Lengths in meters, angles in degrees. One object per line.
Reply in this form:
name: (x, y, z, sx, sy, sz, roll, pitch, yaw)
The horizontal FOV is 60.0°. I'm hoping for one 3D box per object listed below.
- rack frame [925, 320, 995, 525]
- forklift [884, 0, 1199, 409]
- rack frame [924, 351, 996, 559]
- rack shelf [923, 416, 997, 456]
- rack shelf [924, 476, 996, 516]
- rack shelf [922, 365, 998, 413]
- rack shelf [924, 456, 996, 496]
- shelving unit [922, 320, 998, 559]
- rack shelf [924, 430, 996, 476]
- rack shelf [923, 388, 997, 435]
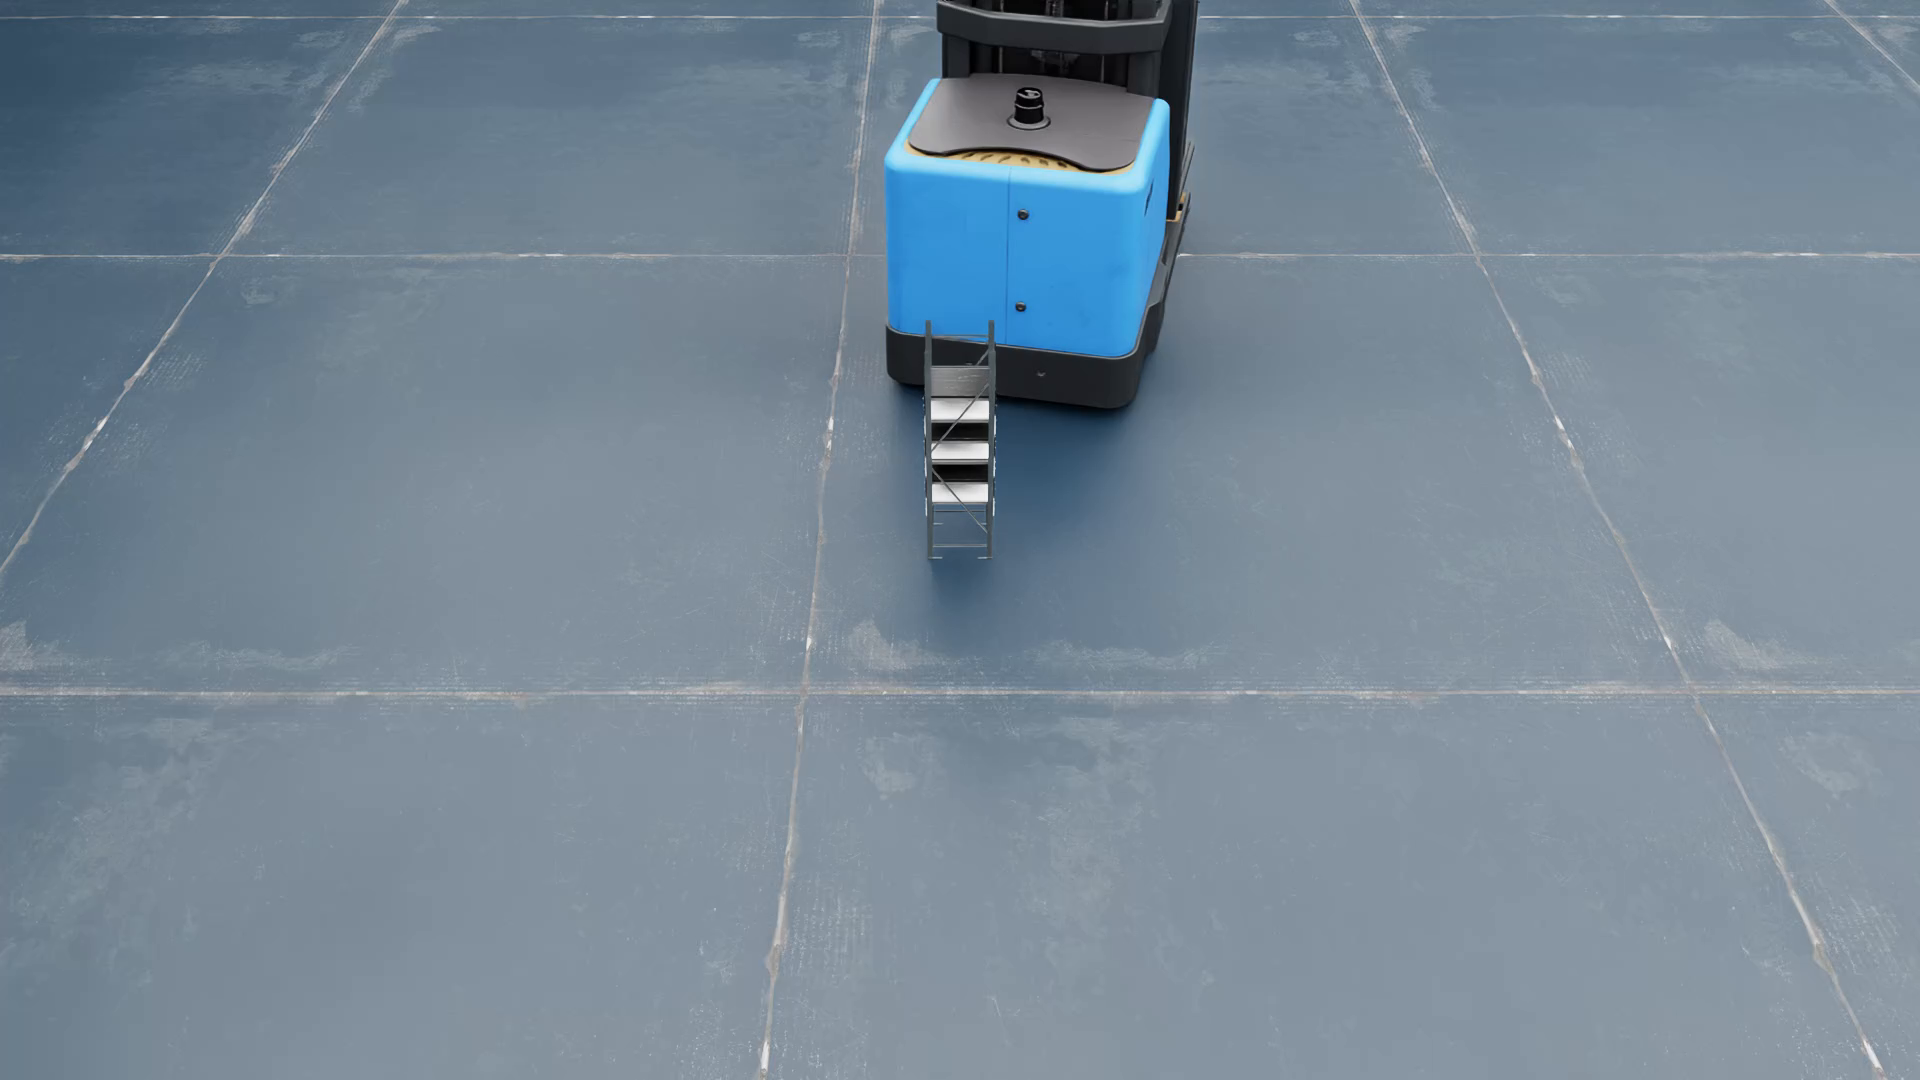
rack frame: (0.000, -0.410, 6.042, 0.240, 0.900, 0.006, 0, 39, 0)
forklift: (0.516, -2.608, 7.160, 1.130, 2.935, 3.031, 8, 39, 10)
rack frame: (0.000, -0.282, 5.883, 0.240, 0.900, 0.006, 0, 39, 0)
rack shelf: (0.000, -0.390, 5.927, 0.258, 0.077, 0.200, 0, 39, 0)
rack shelf: (0.000, -0.180, 6.096, 0.258, 0.077, 0.200, 0, 39, 0)
rack shelf: (0.000, -0.531, 5.814, 0.258, 0.077, 0.200, 0, 39, 0)
rack shelf: (0.000, -0.250, 6.039, 0.258, 0.077, 0.200, 0, 39, 0)
shelving unit: (0.000, -0.346, 5.962, 0.258, 0.900, 0.210, 0, 39, 0)
rack shelf: (0.000, -0.320, 5.983, 0.258, 0.077, 0.200, 0, 39, 0)
rack shelf: (0.000, -0.461, 5.871, 0.258, 0.077, 0.200, 0, 39, 0)
